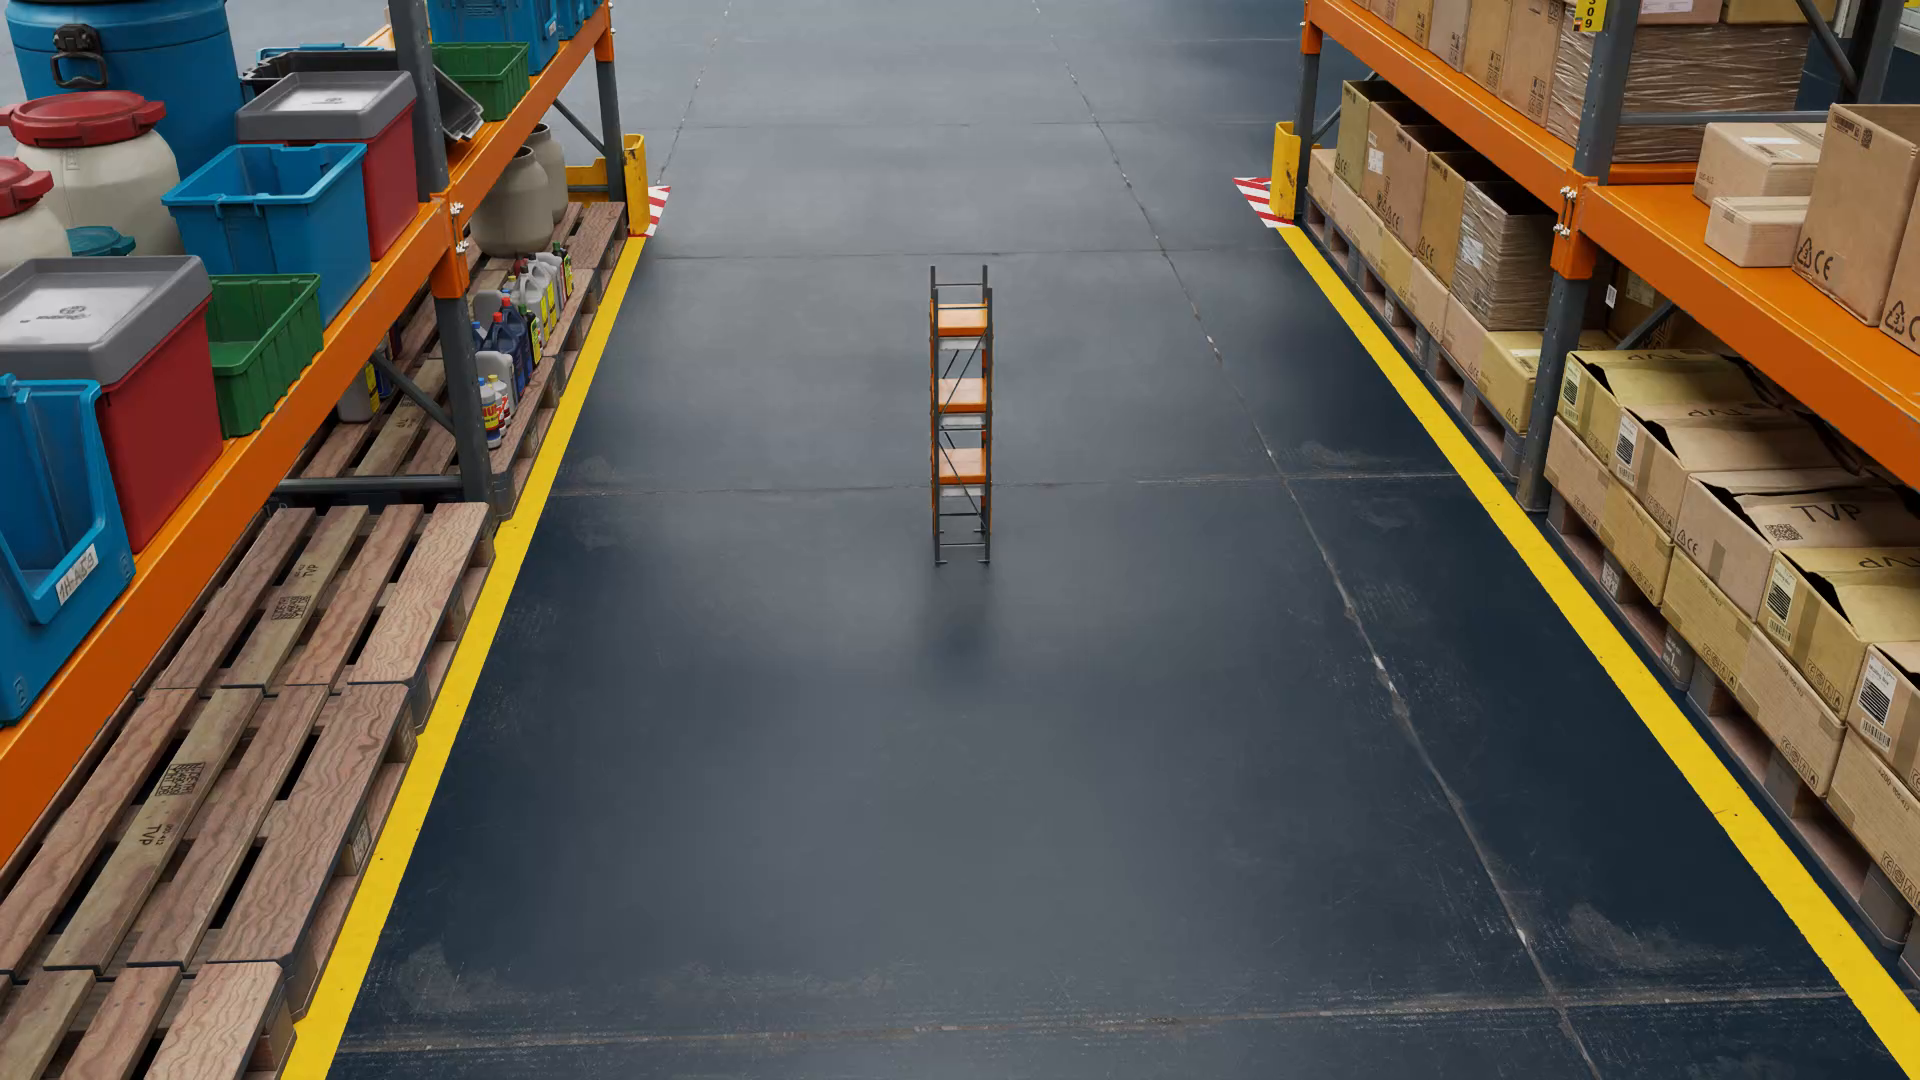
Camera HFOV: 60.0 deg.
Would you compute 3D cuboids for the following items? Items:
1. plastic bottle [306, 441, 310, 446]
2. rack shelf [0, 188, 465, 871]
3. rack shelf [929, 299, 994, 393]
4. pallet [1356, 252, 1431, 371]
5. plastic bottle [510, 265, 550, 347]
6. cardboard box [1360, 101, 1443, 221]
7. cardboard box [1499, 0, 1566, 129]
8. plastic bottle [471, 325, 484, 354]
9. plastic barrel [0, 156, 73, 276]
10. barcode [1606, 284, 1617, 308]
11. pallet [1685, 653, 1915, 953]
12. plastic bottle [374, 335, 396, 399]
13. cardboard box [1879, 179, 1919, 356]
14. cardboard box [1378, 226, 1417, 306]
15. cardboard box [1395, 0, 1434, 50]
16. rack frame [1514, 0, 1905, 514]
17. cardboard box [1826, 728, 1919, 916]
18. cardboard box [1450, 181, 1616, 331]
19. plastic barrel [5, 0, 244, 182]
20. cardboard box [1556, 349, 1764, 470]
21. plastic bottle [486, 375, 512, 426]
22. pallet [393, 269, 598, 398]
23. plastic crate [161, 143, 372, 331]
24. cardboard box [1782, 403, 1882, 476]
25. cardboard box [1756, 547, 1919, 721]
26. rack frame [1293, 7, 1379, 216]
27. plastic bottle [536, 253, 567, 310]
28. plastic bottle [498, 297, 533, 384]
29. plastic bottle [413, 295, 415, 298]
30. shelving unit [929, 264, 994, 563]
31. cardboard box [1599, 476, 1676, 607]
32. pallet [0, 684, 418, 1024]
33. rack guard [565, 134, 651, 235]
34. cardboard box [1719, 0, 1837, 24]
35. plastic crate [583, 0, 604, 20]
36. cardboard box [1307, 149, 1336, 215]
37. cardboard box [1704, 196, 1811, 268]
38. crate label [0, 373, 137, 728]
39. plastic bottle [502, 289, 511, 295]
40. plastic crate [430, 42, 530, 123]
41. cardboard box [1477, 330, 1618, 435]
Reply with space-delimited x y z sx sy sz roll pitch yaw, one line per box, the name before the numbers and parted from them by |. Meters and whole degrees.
plastic bottle | -2.590 -0.467 6.452 0.097 0.201 0.097 0 28 0
rack shelf | -2.155 -0.110 3.995 1.077 0.370 4.000 -1 28 -3
rack shelf | 0.003 -0.683 5.834 0.215 0.259 0.240 -1 28 -3
pallet | 2.621 -1.167 8.259 1.003 0.211 1.213 -1 28 -3
plastic bottle | -1.920 -1.039 7.388 0.144 0.351 0.185 -2 28 -3
cardboard box | 2.351 -1.903 8.363 0.500 0.500 0.500 -1 28 -3
cardboard box | 2.624 -1.963 6.662 0.700 0.500 0.500 -2 28 -3
plastic bottle | -2.031 -0.752 6.838 0.144 0.351 0.185 -1 28 -3
plastic barrel | -2.391 -0.627 4.061 0.433 0.535 0.433 0 28 0
barcode | 2.285 -0.855 5.835 0.001 0.075 0.075 -1 28 -3
pallet | 2.831 0.670 4.737 1.003 0.211 1.213 -1 28 -3
plastic bottle | -2.445 -0.734 6.884 0.152 0.276 0.135 -1 28 -3
cardboard box | 2.764 -0.685 4.212 0.500 0.500 0.500 -1 28 -3
cardboard box | 2.361 -1.339 8.093 0.500 0.250 0.500 -1 28 -3
cardboard box | 2.542 -2.674 8.026 0.700 0.500 0.500 -1 28 -2
rack frame | 2.687 -1.470 5.826 1.000 3.000 0.127 -1 28 -3
cardboard box | 2.571 0.702 4.179 0.500 0.250 0.500 -1 28 -1
cardboard box | 2.430 -1.210 7.035 0.500 0.500 0.500 -1 28 -3
plastic barrel | -2.542 -1.389 5.127 0.600 0.901 0.708 -1 28 -3
cardboard box | 2.460 -0.489 5.857 0.500 0.311 0.500 -1 28 -2
plastic bottle | -1.849 -0.558 6.627 0.097 0.201 0.097 0 28 0
pallet | -2.320 -0.992 7.924 1.003 0.211 1.213 -1 28 -3
plastic crate | -1.892 -0.844 4.641 0.392 0.384 0.575 -1 28 -3
cardboard box | 3.028 -0.266 5.429 0.500 0.311 0.500 -1 28 -1
cardboard box | 2.541 0.221 4.496 0.500 0.311 0.500 -1 28 -1
rack frame | 2.478 -3.318 9.367 1.000 3.000 0.127 -1 28 -3
plastic bottle | -1.949 -1.233 7.839 0.152 0.276 0.135 -1 28 -2
plastic bottle | -1.897 -0.843 7.011 0.144 0.351 0.185 -3 28 -5
plastic bottle | -2.680 -1.261 7.975 0.097 0.201 0.097 0 28 0
shelving unit | 0.003 -0.441 5.960 0.215 1.050 0.252 -1 28 -3
cardboard box | 2.486 -0.009 5.543 0.500 0.250 0.500 -1 28 -1
pallet | -2.113 0.810 4.468 1.003 0.211 1.213 -1 28 -3
rack guard | -2.418 -2.057 9.654 1.175 0.500 0.348 -1 28 -3
cardboard box | 2.866 -1.931 5.899 0.380 0.149 0.250 -1 28 -3
plastic crate | -2.144 -2.910 8.746 0.499 0.251 0.616 -1 28 -3
cardboard box | 2.284 -2.032 9.421 0.500 0.250 0.500 -1 28 -3
cardboard box | 2.529 -0.945 5.090 0.380 0.149 0.250 -1 28 -3
crate label | -1.833 0.014 2.942 0.502 0.435 0.616 -1 28 -3
plastic bottle | -2.048 -1.036 7.543 0.097 0.201 0.097 0 28 0
plastic crate | -2.049 -1.892 6.864 0.450 0.188 0.662 -1 28 -3
cardboard box | 2.445 -0.646 6.765 0.500 0.250 0.500 -1 28 -3
